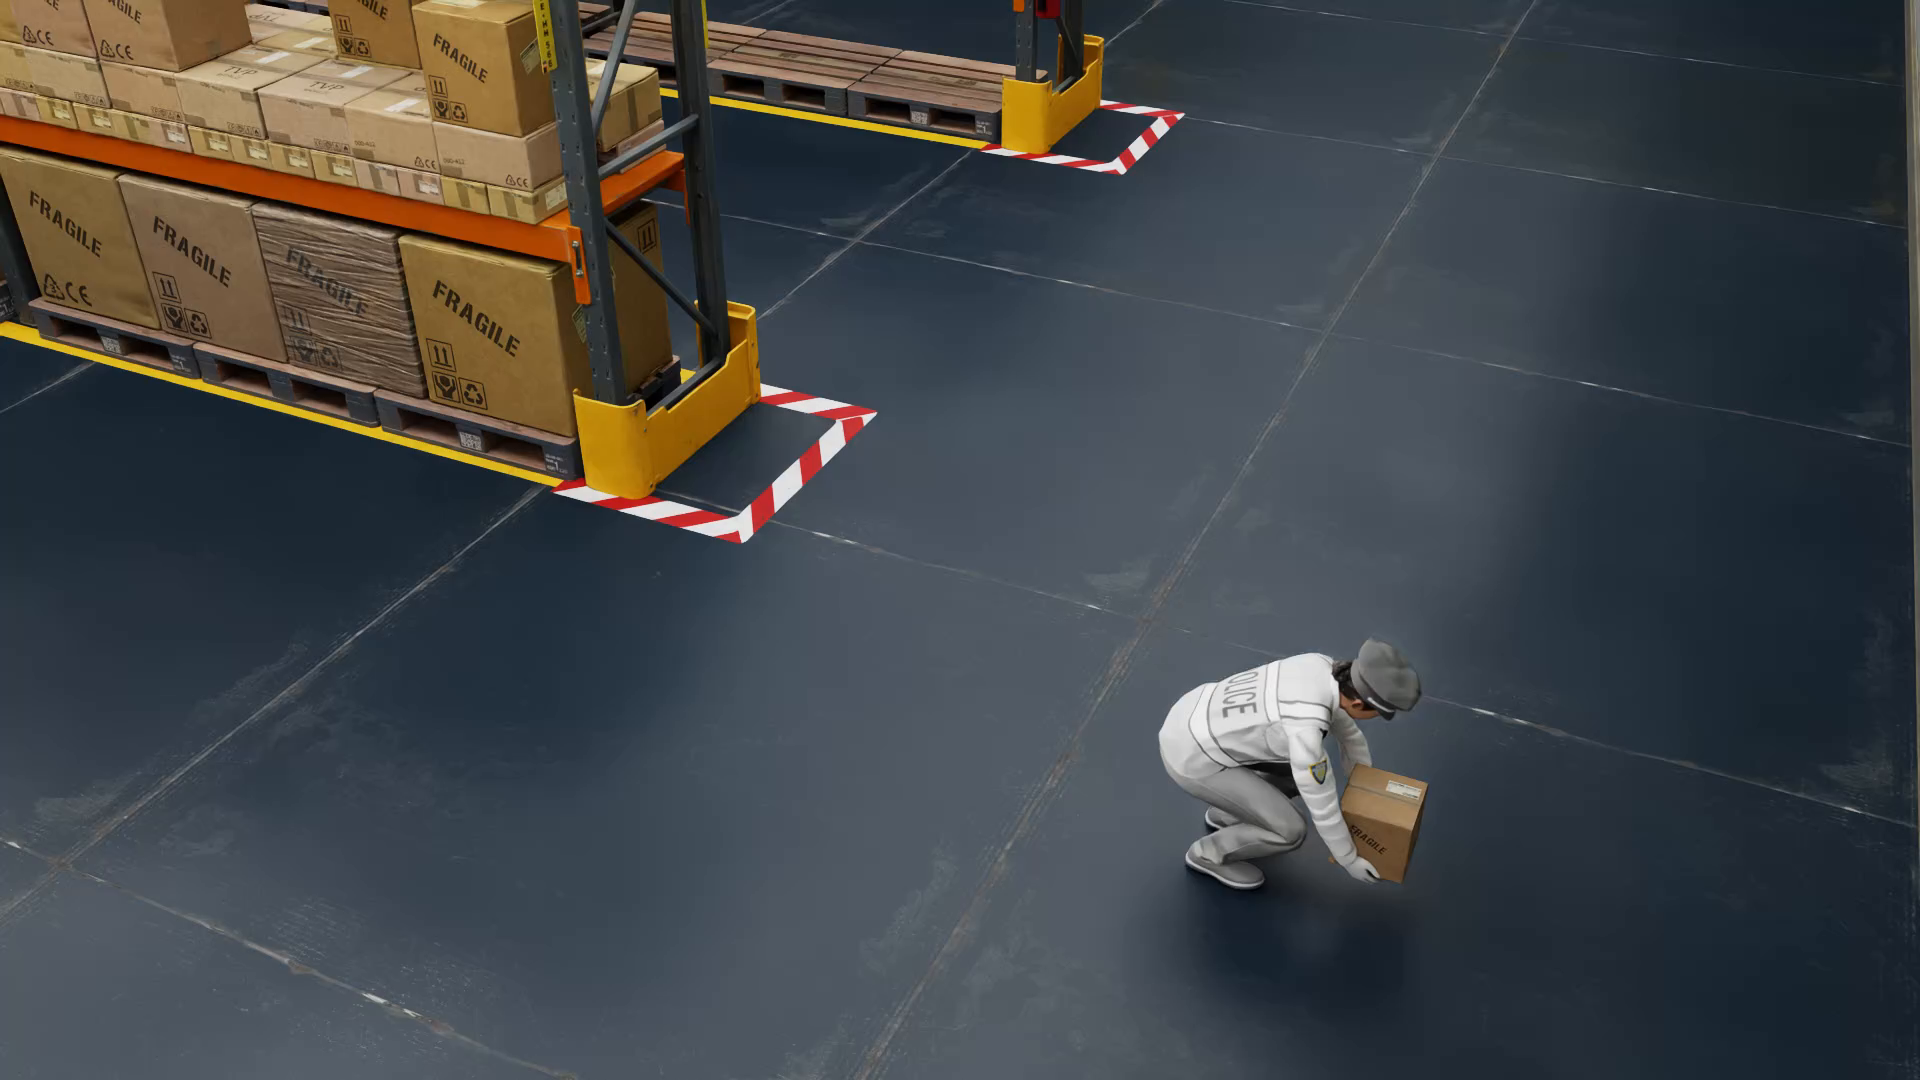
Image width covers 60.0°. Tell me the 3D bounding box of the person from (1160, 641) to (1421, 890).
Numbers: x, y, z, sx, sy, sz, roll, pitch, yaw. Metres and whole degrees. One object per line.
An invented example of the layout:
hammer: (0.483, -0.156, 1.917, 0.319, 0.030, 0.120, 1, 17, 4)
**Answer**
person: (1.106, 0.740, 5.674, 0.824, 0.967, 0.493, 14, 36, 20)
